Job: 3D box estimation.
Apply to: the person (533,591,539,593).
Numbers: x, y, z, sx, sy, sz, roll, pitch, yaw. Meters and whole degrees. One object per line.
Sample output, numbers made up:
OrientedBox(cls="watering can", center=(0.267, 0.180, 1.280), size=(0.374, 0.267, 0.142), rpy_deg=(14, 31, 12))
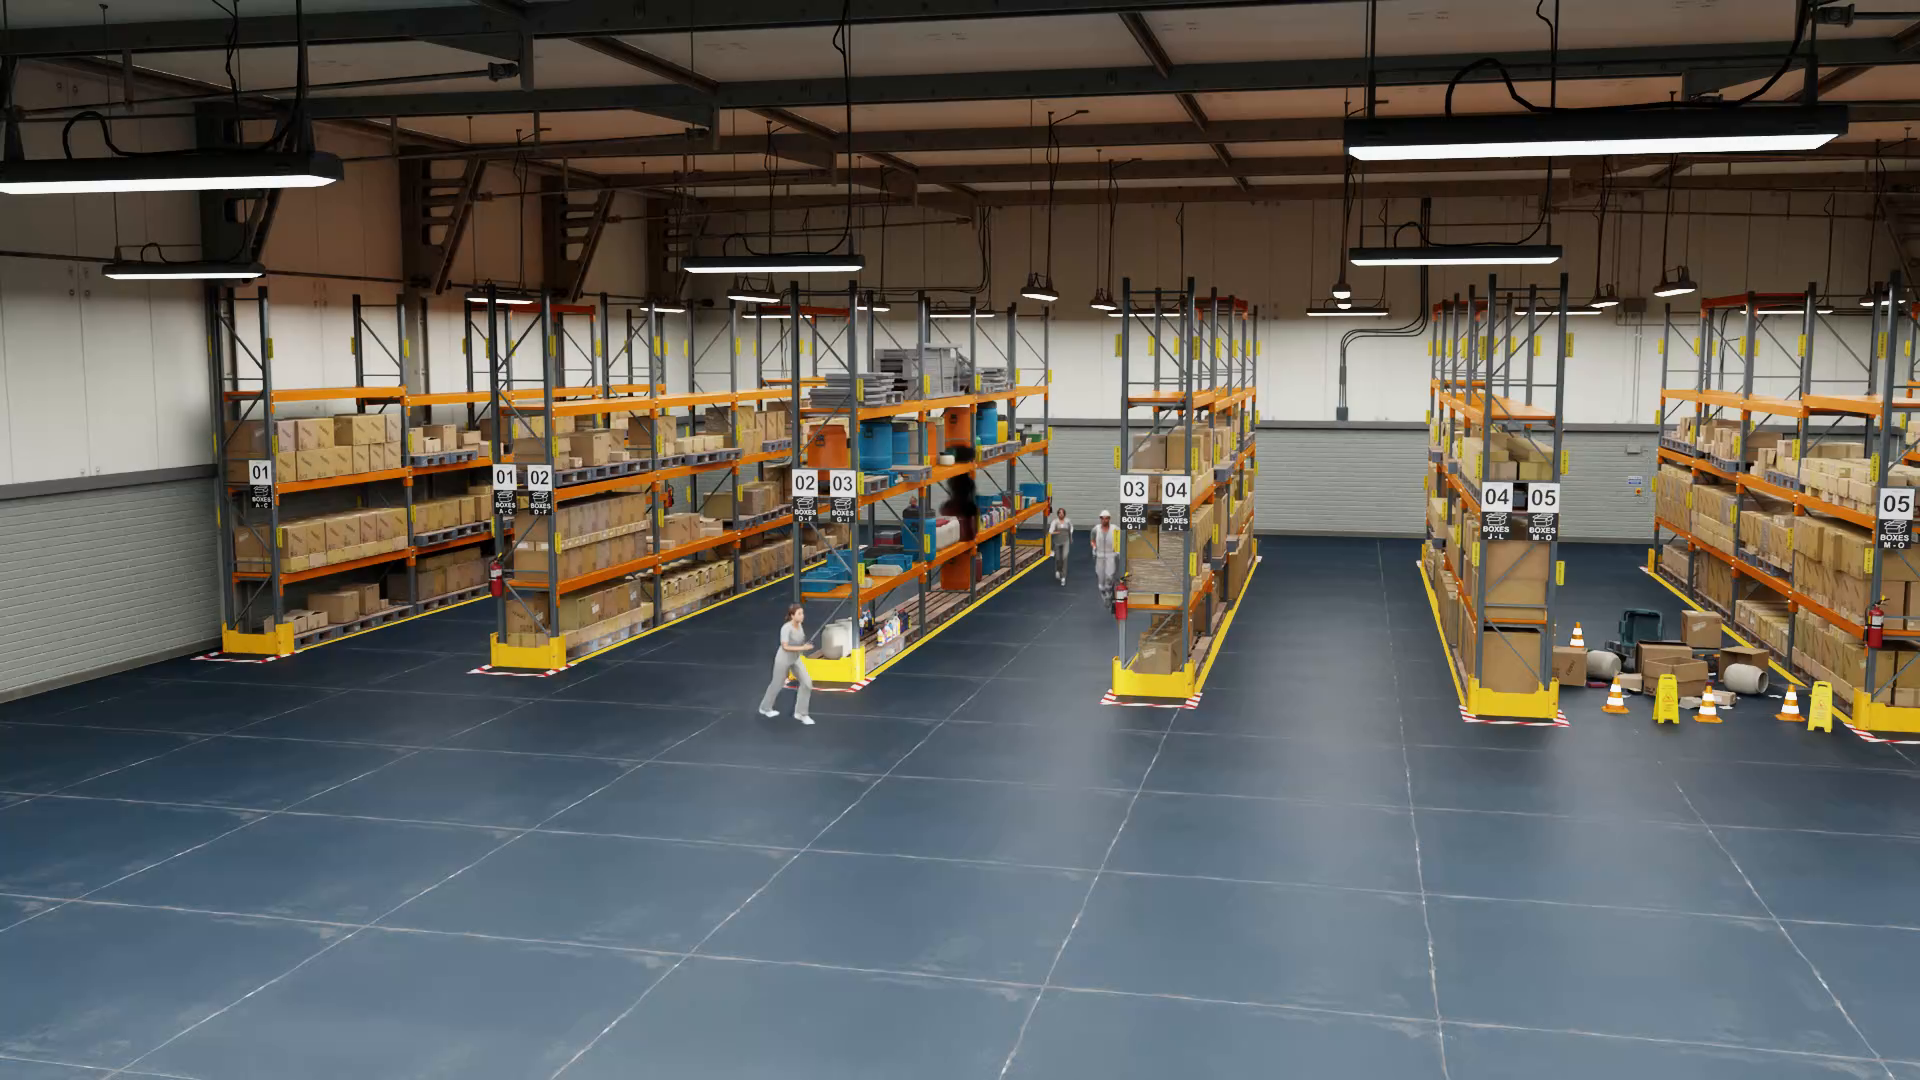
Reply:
OrientedBox(cls="person", center=(-7.610, 0.664, 30.529), size=(0.707, 1.695, 0.915), rpy_deg=(-2, 7, -14))

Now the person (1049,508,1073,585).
OrientedBox(cls="person", center=(2.161, 0.102, 35.554), size=(0.532, 1.609, 0.861), rpy_deg=(0, 7, 0))

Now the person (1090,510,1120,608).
OrientedBox(cls="person", center=(2.689, 0.352, 30.566), size=(0.606, 1.814, 0.757), rpy_deg=(1, 7, 13))

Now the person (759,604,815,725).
OrientedBox(cls="person", center=(-2.300, 1.648, 22.253), size=(0.951, 1.638, 0.561), rpy_deg=(5, 8, 37))

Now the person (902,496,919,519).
OrientedBox(cls="person", center=(-1.047, -0.154, 38.426), size=(0.586, 1.531, 0.958), rpy_deg=(0, 7, -1))
